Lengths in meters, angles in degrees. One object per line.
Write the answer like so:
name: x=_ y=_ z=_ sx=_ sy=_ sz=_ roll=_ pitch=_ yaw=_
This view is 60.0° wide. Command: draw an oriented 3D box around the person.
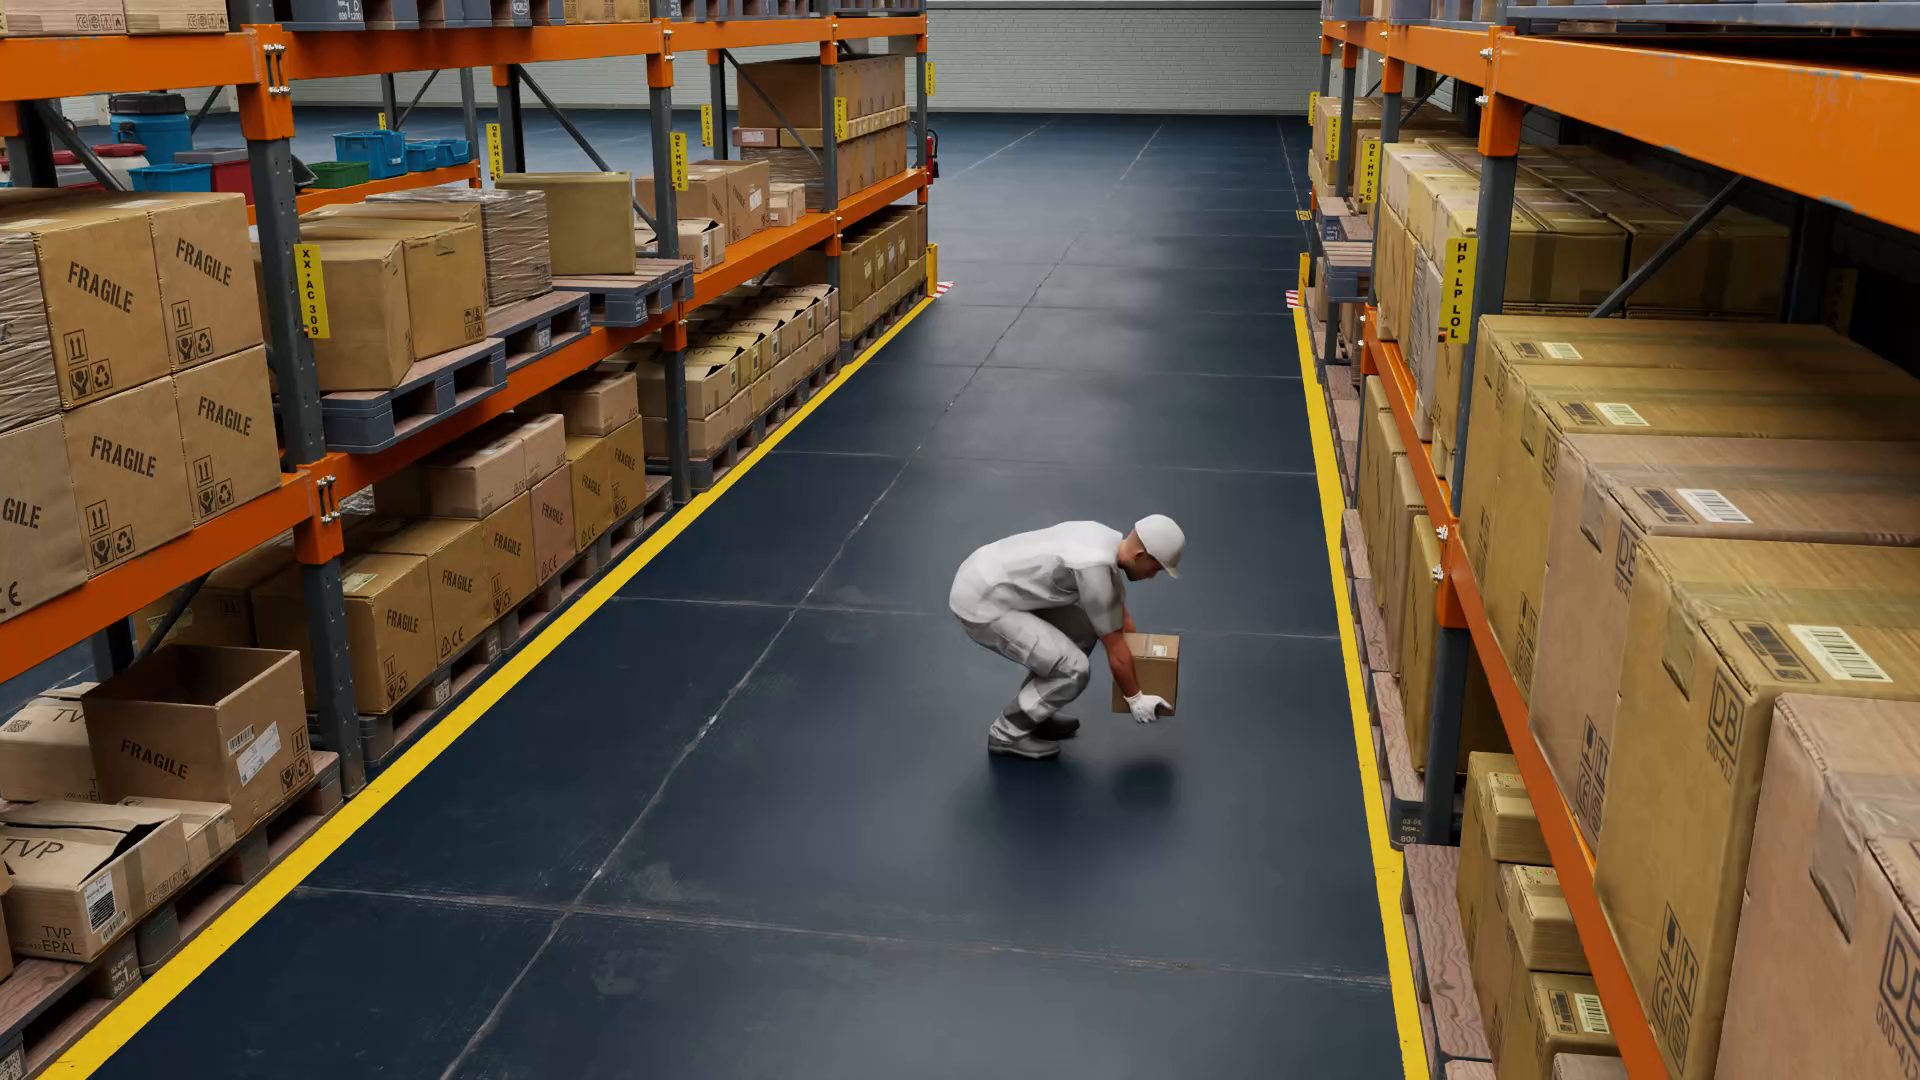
person: x=0.427 y=0.368 z=6.691 sx=0.919 sy=0.983 sz=0.526 roll=2 pitch=18 yaw=7
